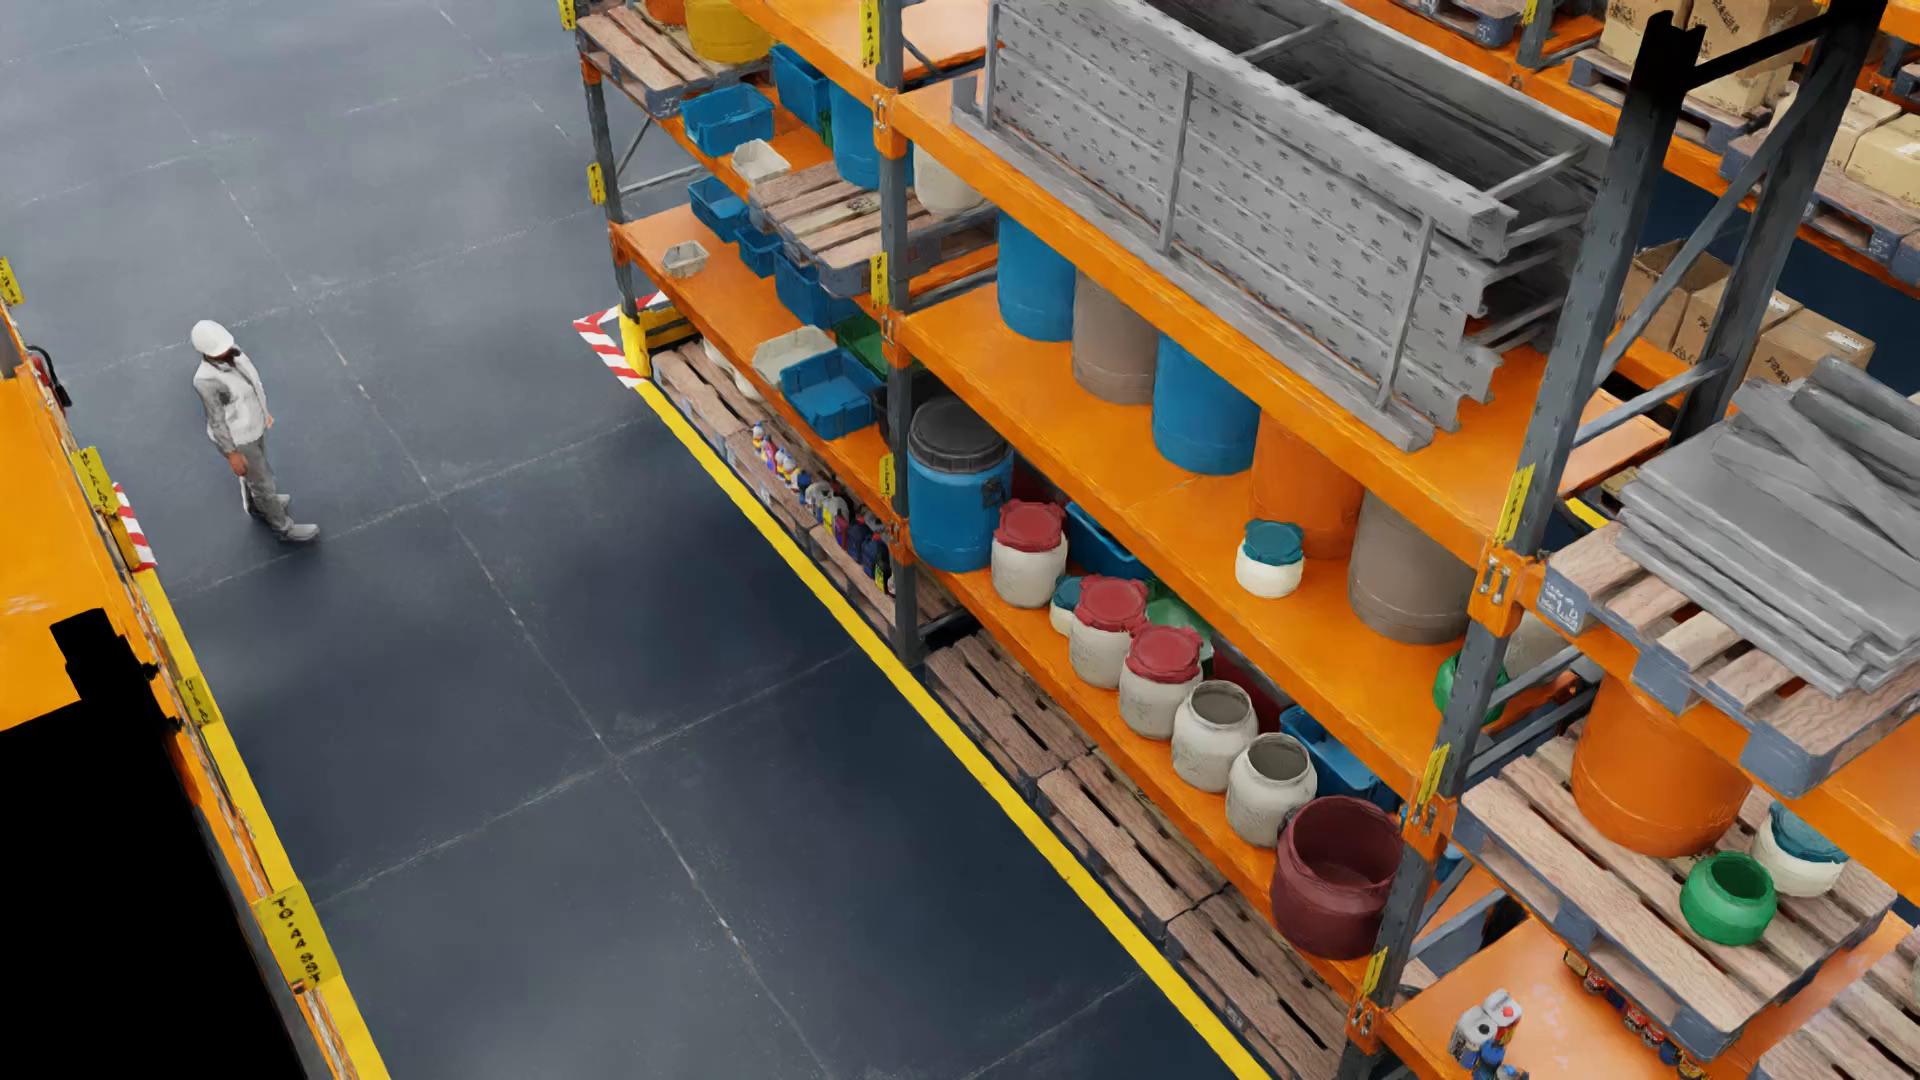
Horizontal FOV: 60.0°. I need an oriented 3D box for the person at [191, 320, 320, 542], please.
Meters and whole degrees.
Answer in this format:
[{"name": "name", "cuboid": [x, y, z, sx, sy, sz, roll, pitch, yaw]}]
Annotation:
[{"name": "person", "cuboid": [-4.808, -0.744, 11.241, 0.560, 1.770, 0.627, -2, 43, -3]}]
